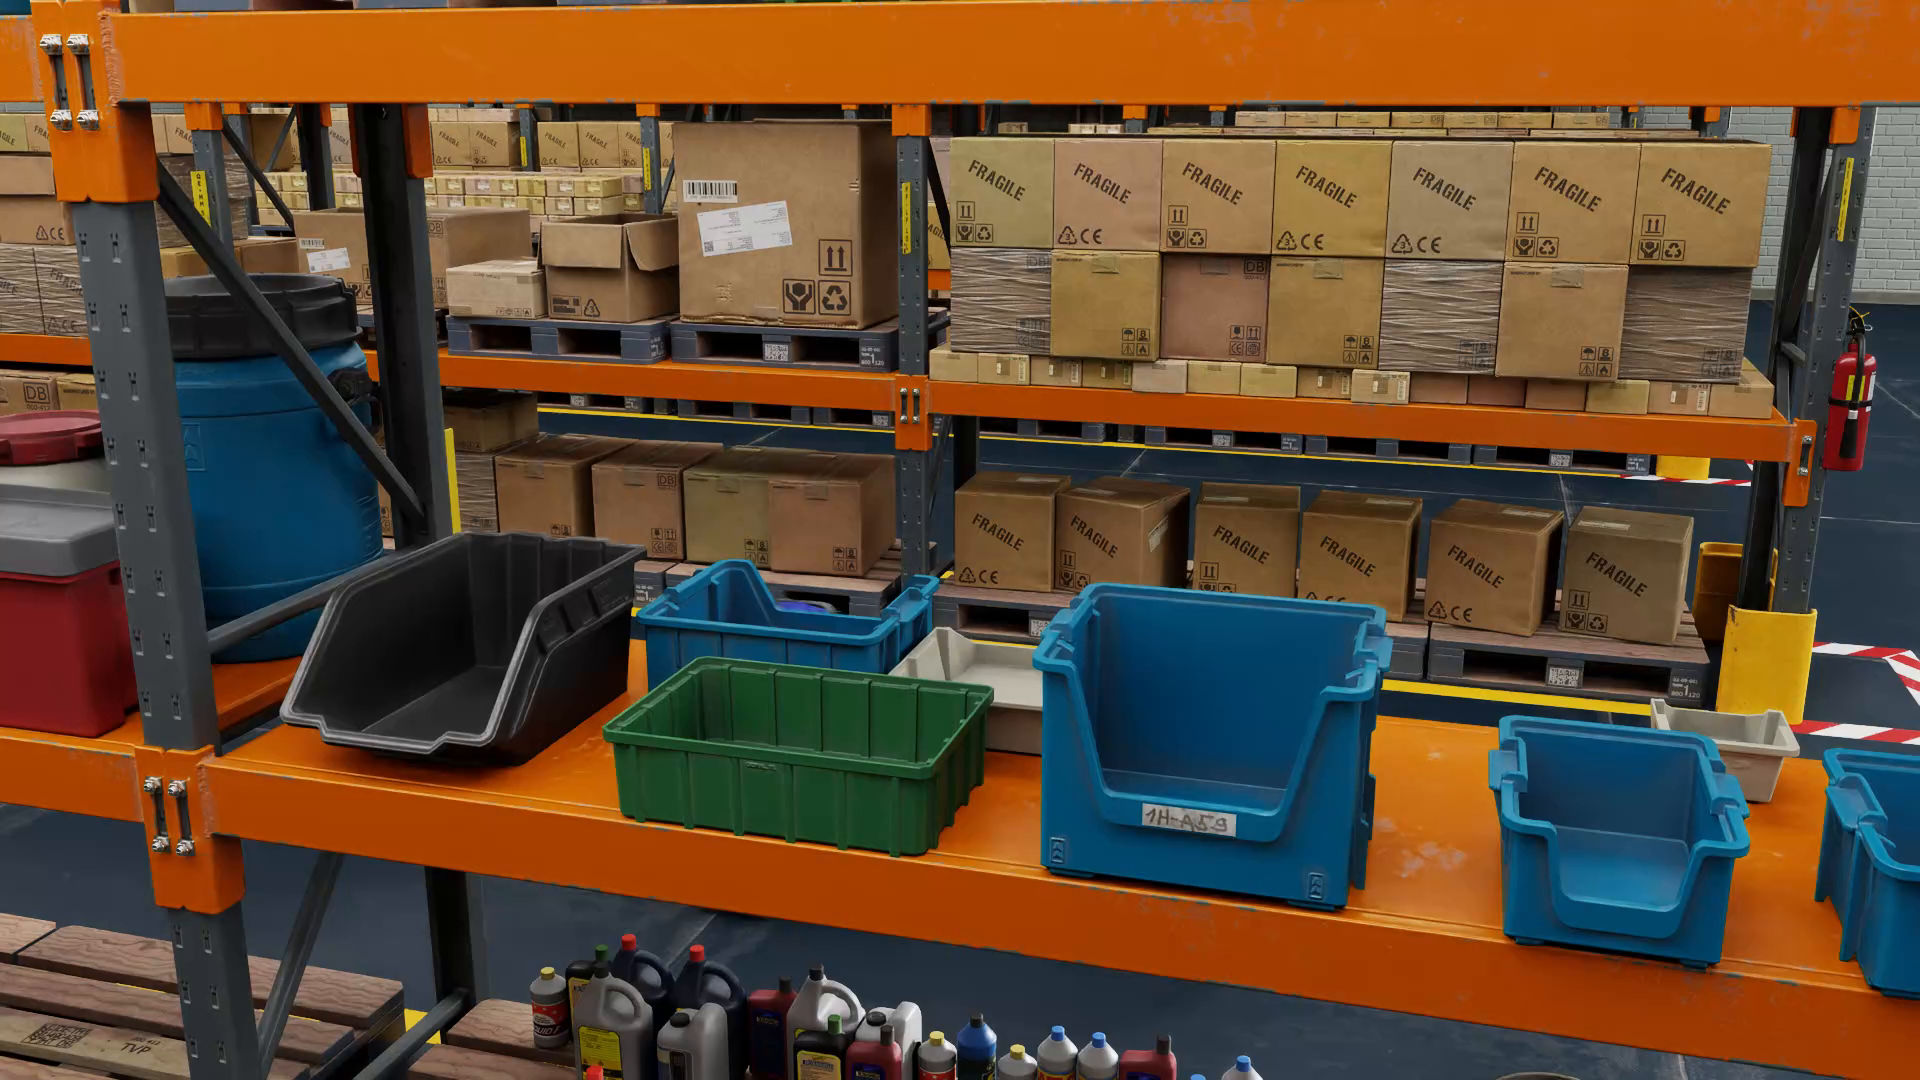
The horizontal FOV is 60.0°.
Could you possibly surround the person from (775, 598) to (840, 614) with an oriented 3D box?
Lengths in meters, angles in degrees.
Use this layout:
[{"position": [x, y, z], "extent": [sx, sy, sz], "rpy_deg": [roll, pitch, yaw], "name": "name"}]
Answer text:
[{"position": [-0.641, 0.716, 5.833], "extent": [0.445, 0.904, 0.870], "rpy_deg": [4, 16, 13], "name": "person"}]
